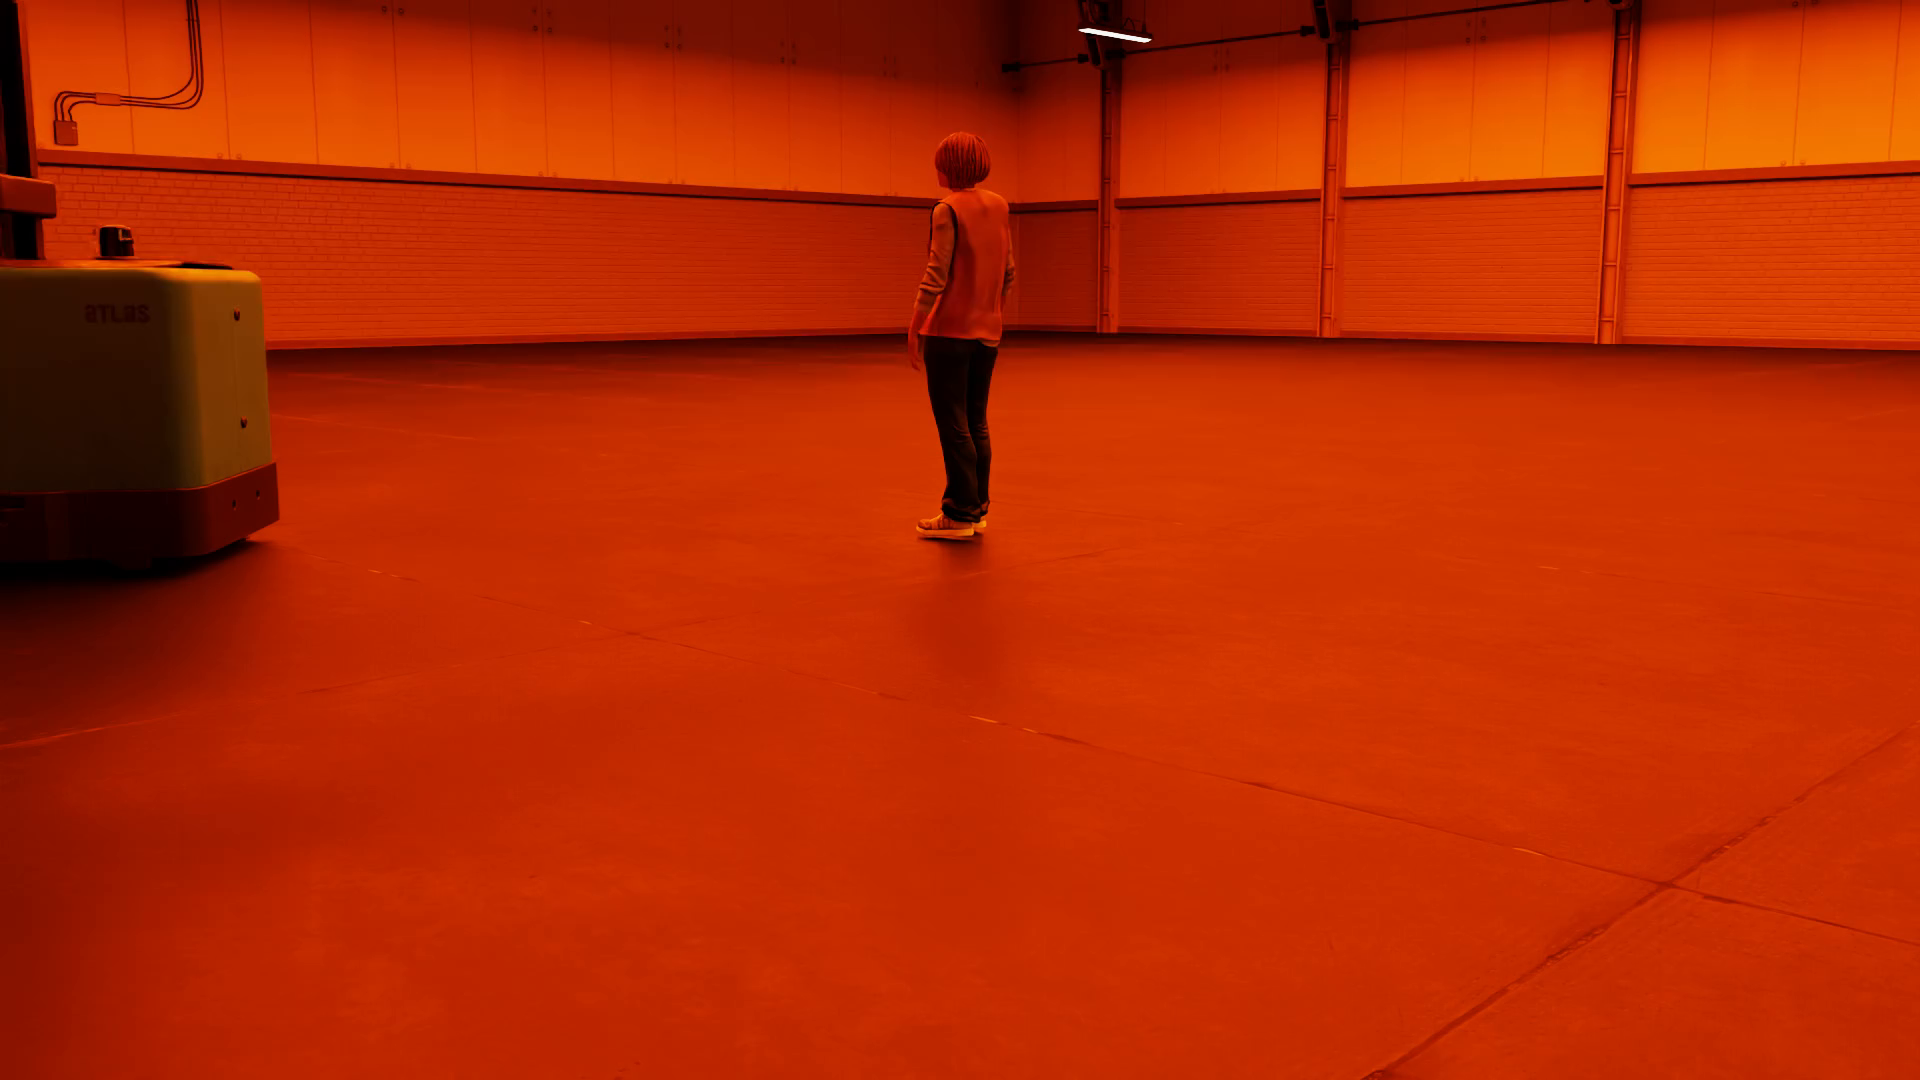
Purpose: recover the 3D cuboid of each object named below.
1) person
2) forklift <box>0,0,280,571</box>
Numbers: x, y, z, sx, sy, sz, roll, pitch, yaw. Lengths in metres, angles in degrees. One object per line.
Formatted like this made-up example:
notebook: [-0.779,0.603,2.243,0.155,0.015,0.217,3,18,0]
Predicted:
person: [-0.043,-0.806,6.658,0.476,1.597,0.520,8,12,43]
forklift: [-4.220,-1.367,5.955,3.031,2.935,1.130,-1,9,-7]
